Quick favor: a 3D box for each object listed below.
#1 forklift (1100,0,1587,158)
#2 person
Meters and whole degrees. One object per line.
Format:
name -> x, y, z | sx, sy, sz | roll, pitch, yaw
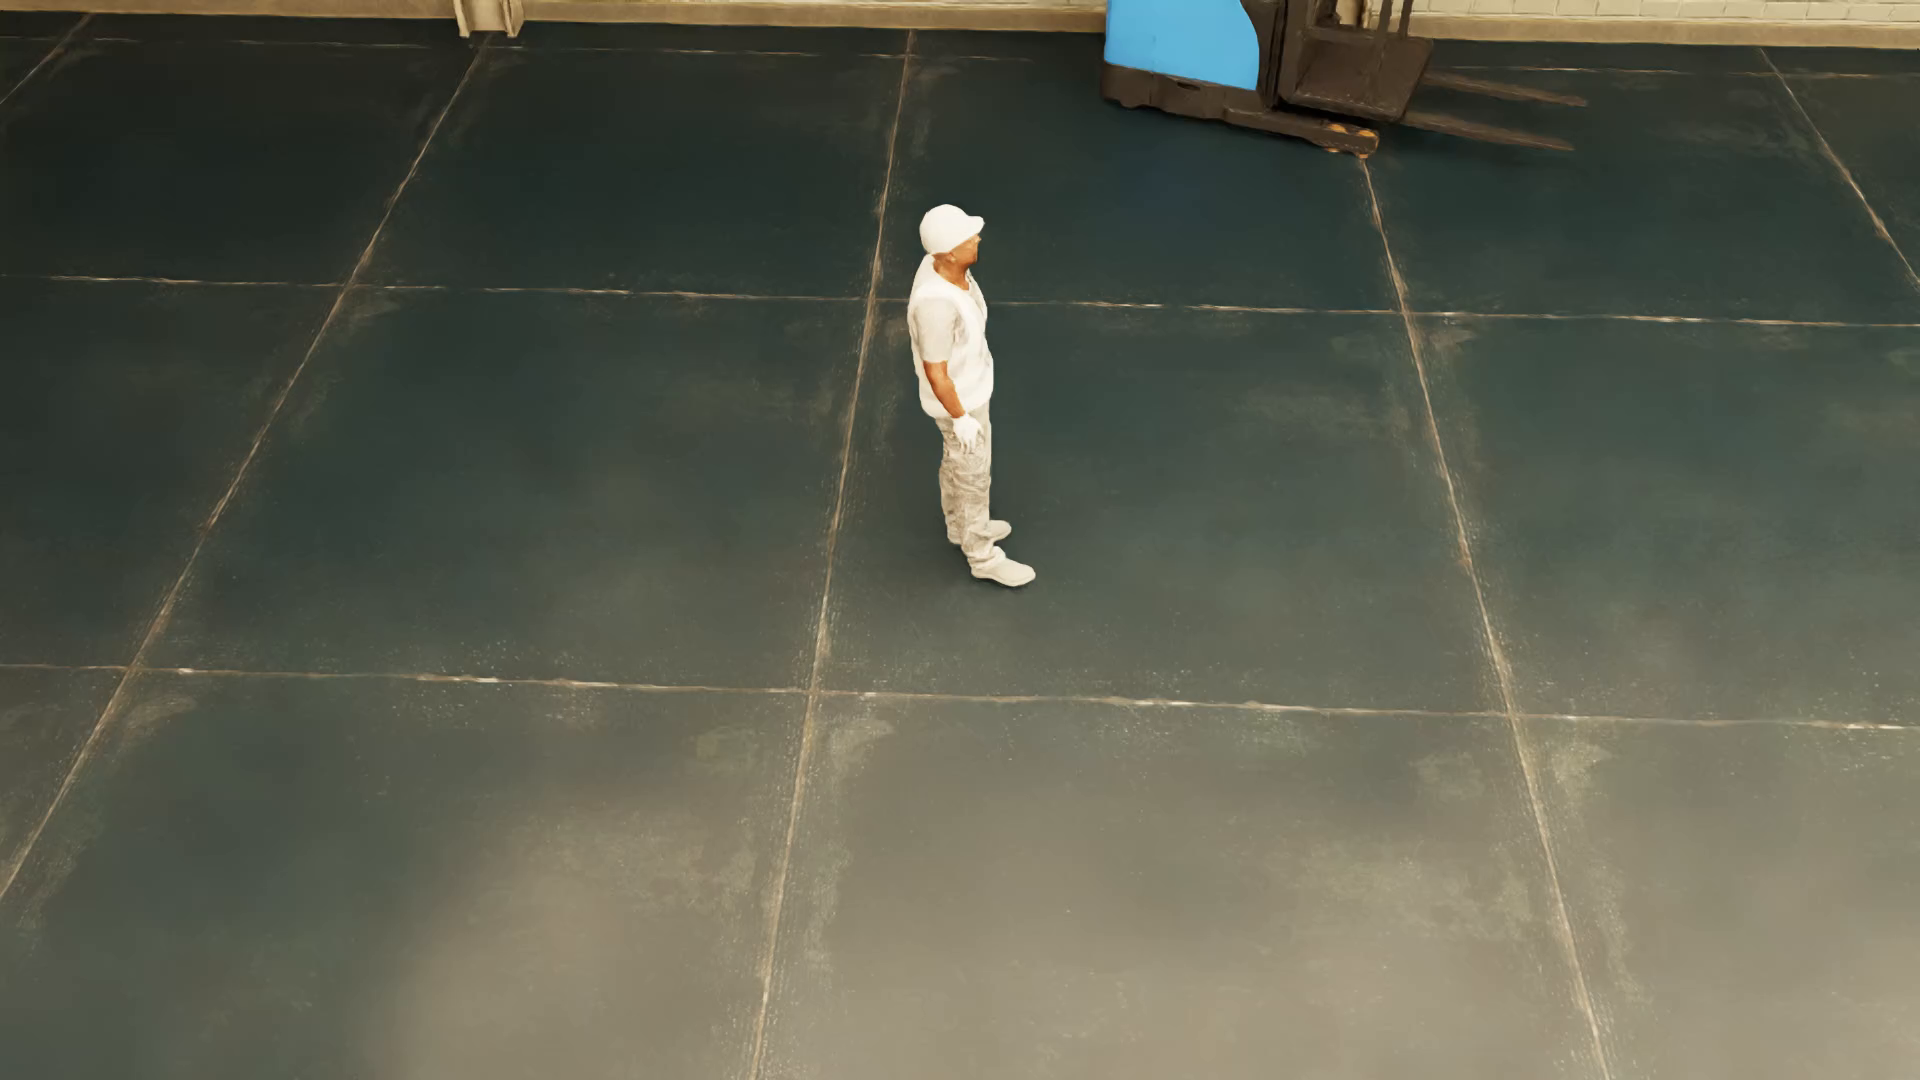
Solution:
forklift -> 2.498, -3.919, 10.035 | 3.031, 2.935, 1.130 | 16, 45, 16
person -> 0.072, -0.656, 7.302 | 0.576, 1.782, 0.655 | 2, 42, 2
